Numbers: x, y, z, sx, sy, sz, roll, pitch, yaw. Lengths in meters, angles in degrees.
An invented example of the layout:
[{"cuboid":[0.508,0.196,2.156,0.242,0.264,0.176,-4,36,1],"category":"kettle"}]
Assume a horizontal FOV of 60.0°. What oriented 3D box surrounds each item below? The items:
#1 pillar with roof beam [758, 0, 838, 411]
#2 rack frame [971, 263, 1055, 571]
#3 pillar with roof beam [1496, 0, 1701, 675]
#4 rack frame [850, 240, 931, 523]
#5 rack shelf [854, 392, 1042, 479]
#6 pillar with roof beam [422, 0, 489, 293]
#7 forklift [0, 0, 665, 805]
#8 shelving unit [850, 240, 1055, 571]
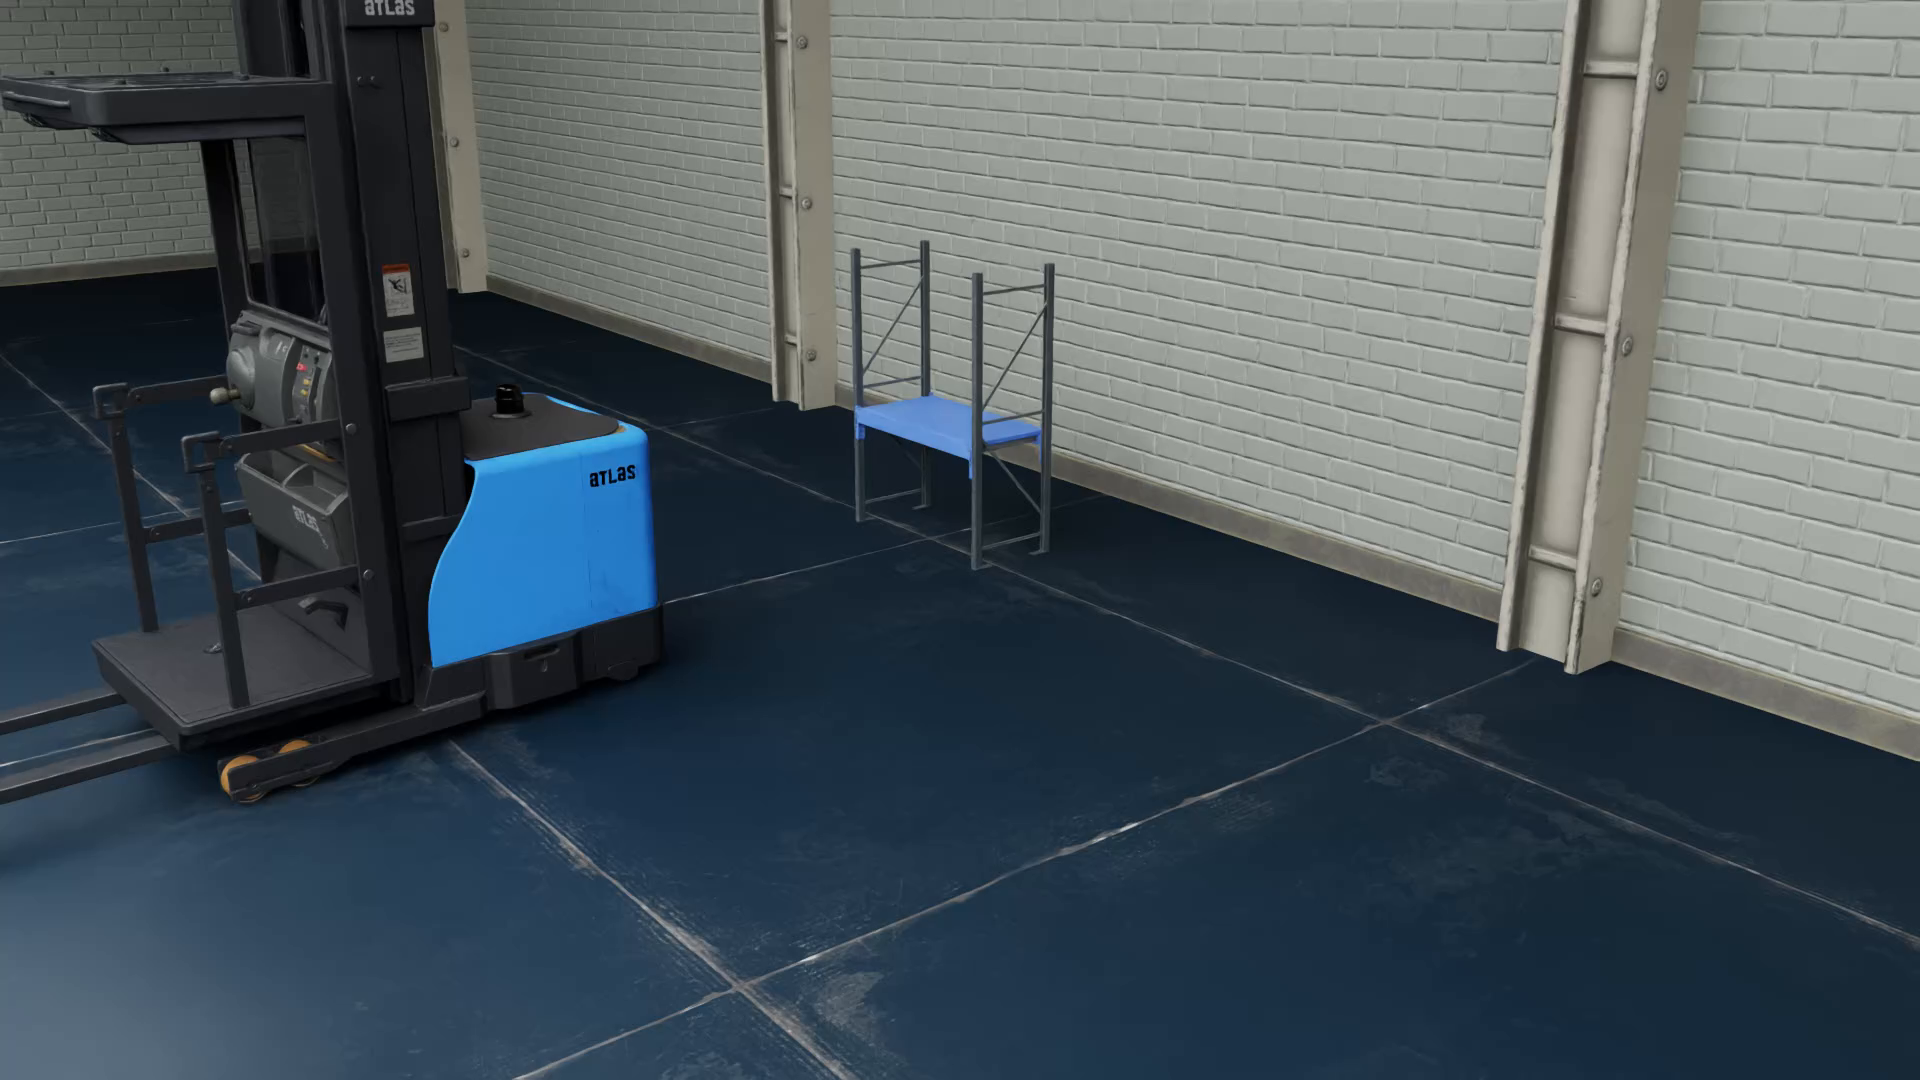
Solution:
[{"cuboid":[-4.472,-4.411,7.867,9.100,9.000,0.400,-14,23,-36],"category":"pillar with roof beam"},{"cuboid":[0.263,-0.608,8.312,0.500,1.500,0.032,-14,23,-36],"category":"rack frame"},{"cuboid":[-0.746,-2.932,3.402,9.100,9.000,0.400,-14,23,-36],"category":"pillar with roof beam"},{"cuboid":[-0.369,-0.858,9.068,0.500,1.500,0.032,-14,23,-36],"category":"rack frame"},{"cuboid":[-0.053,-0.562,8.747,0.538,0.185,1.000,-14,23,-36],"category":"rack shelf"},{"cuboid":[-8.197,-5.889,12.332,9.100,9.000,0.400,-14,23,-36],"category":"pillar with roof beam"},{"cuboid":[-2.700,-0.628,6.097,3.031,2.935,1.130,-16,24,-39],"category":"forklift"},{"cuboid":[-0.053,-0.733,8.690,0.538,1.500,1.048,-14,23,-36],"category":"shelving unit"}]
